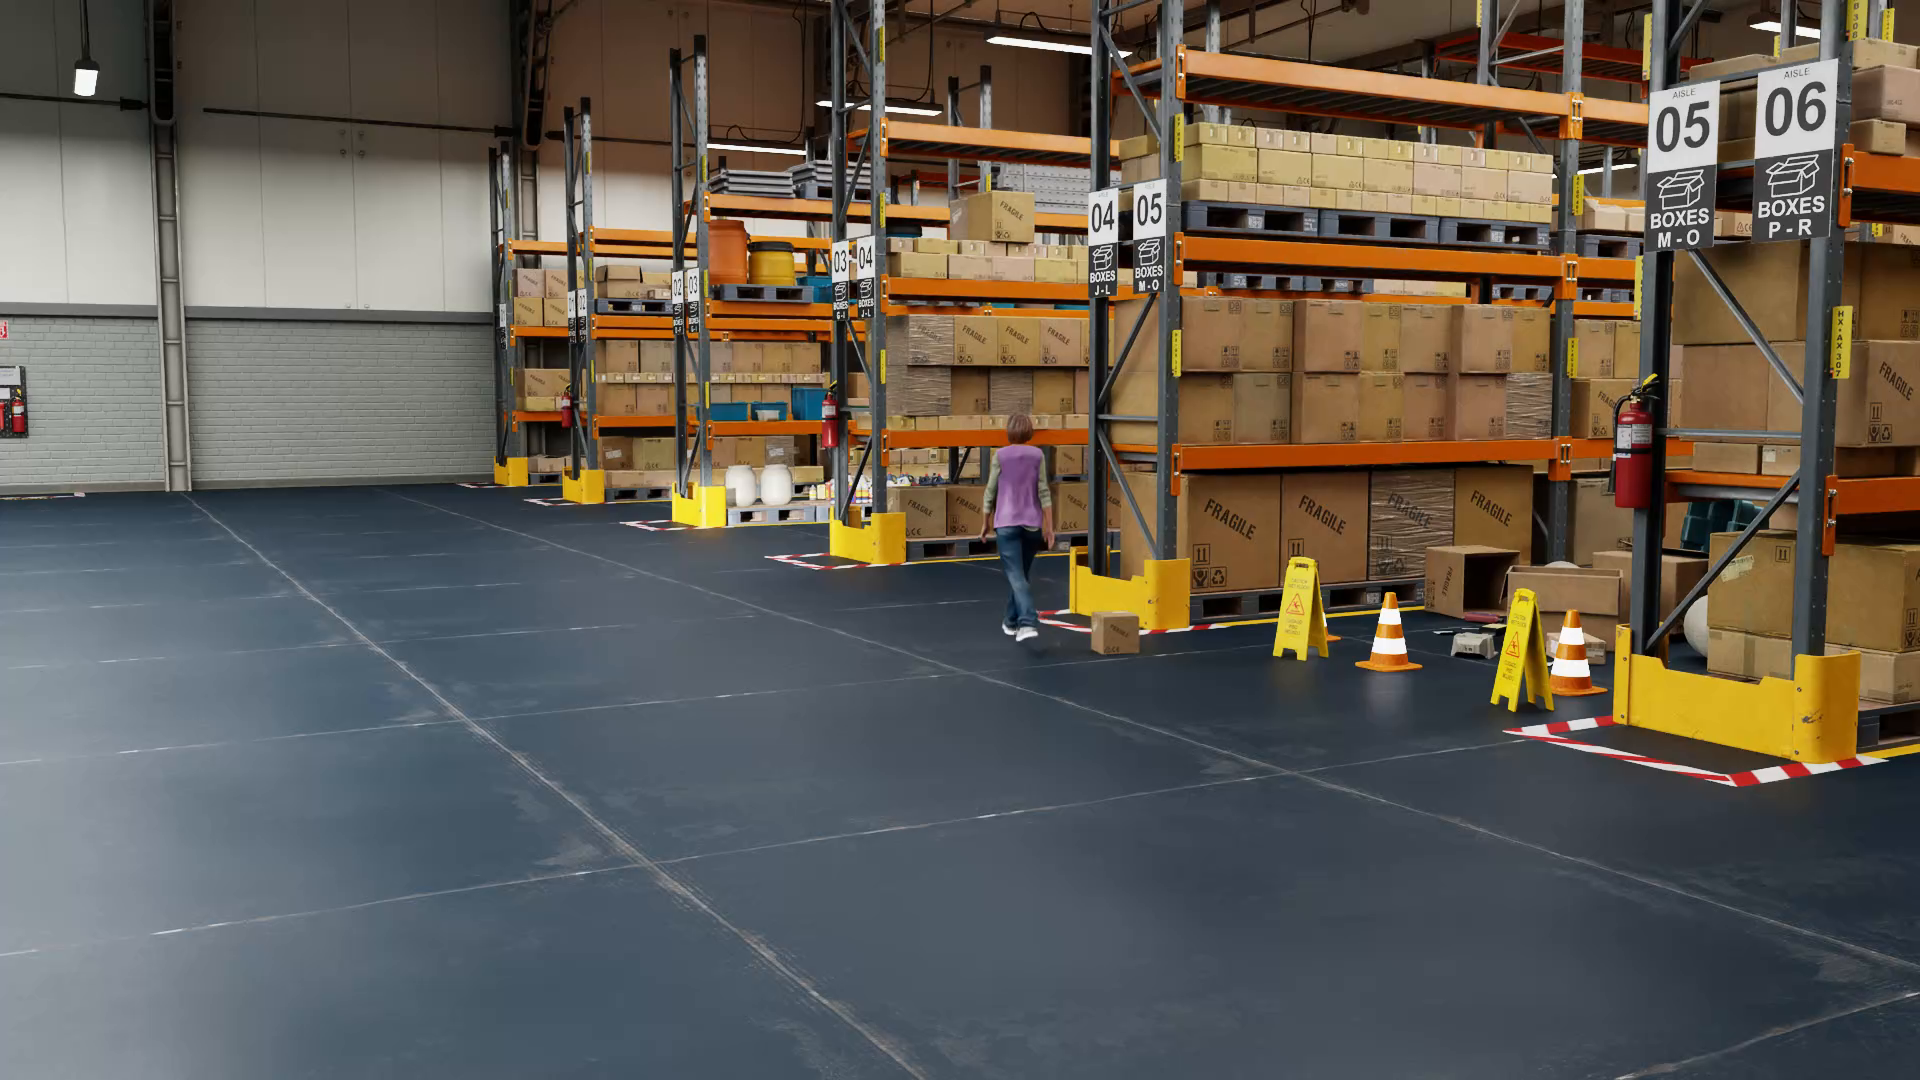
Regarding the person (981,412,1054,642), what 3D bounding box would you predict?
[{"bbox_3d":[0.385,-0.092,11.225,0.437,1.546,0.968,-2,5,-17],"label":"person"}]
